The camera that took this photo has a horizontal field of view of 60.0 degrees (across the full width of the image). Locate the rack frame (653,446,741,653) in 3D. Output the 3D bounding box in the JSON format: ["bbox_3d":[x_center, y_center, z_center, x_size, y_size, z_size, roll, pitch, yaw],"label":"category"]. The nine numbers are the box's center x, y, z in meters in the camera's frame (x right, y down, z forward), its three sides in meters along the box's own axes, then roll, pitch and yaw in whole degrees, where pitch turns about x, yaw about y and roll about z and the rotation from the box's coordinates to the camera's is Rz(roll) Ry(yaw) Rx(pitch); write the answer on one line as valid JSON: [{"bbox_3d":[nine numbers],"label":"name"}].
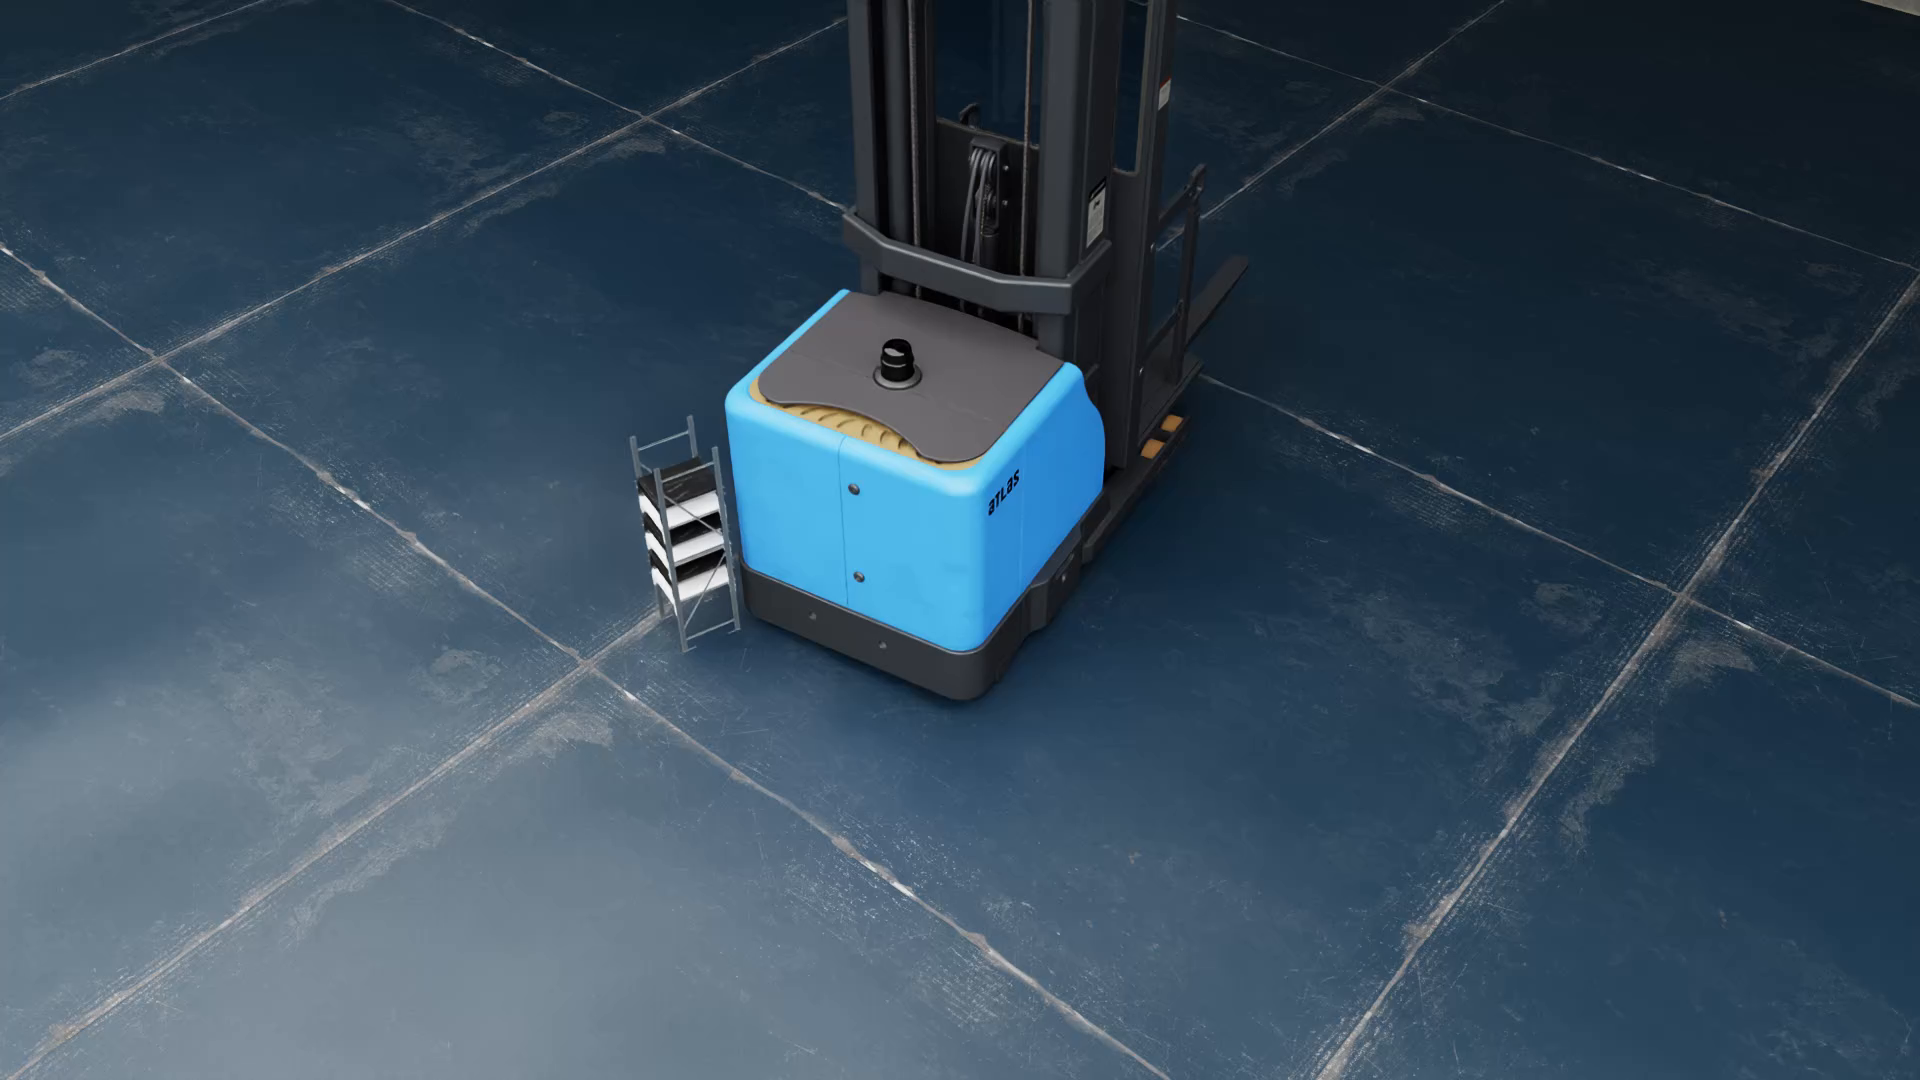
[{"bbox_3d":[-0.944,0.051,6.025,0.240,0.900,0.006,-23,47,-23],"label":"rack frame"}]

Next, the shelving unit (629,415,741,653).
[{"bbox_3d":[-0.997,-0.007,6.089,0.258,0.900,0.210,-23,47,-23],"label":"shelving unit"}]

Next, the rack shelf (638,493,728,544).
[{"bbox_3d":[-0.997,-0.116,5.990,0.258,0.077,0.200,-23,47,-23],"label":"rack shelf"}]

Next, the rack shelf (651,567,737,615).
[{"bbox_3d":[-0.997,0.151,6.232,0.258,0.077,0.200,-23,47,-23],"label":"rack shelf"}]

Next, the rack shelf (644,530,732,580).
[{"bbox_3d":[-0.997,0.018,6.111,0.258,0.077,0.200,-23,47,-23],"label":"rack shelf"}]

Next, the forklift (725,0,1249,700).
[{"bbox_3d":[0.336,-1.486,6.205,1.130,2.935,3.031,21,46,21],"label":"forklift"}]

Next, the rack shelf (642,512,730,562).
[{"bbox_3d":[-0.997,-0.049,6.051,0.258,0.077,0.200,-23,47,-23],"label":"rack shelf"}]

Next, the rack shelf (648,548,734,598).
[{"bbox_3d":[-0.997,0.084,6.172,0.258,0.077,0.200,-23,47,-23],"label":"rack shelf"}]

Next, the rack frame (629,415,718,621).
[{"bbox_3d":[-1.051,-0.065,6.153,0.240,0.900,0.006,-23,47,-23],"label":"rack frame"}]

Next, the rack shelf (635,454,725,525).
[{"bbox_3d":[-0.997,-0.182,5.930,0.258,0.077,0.200,-23,47,-23],"label":"rack shelf"}]
